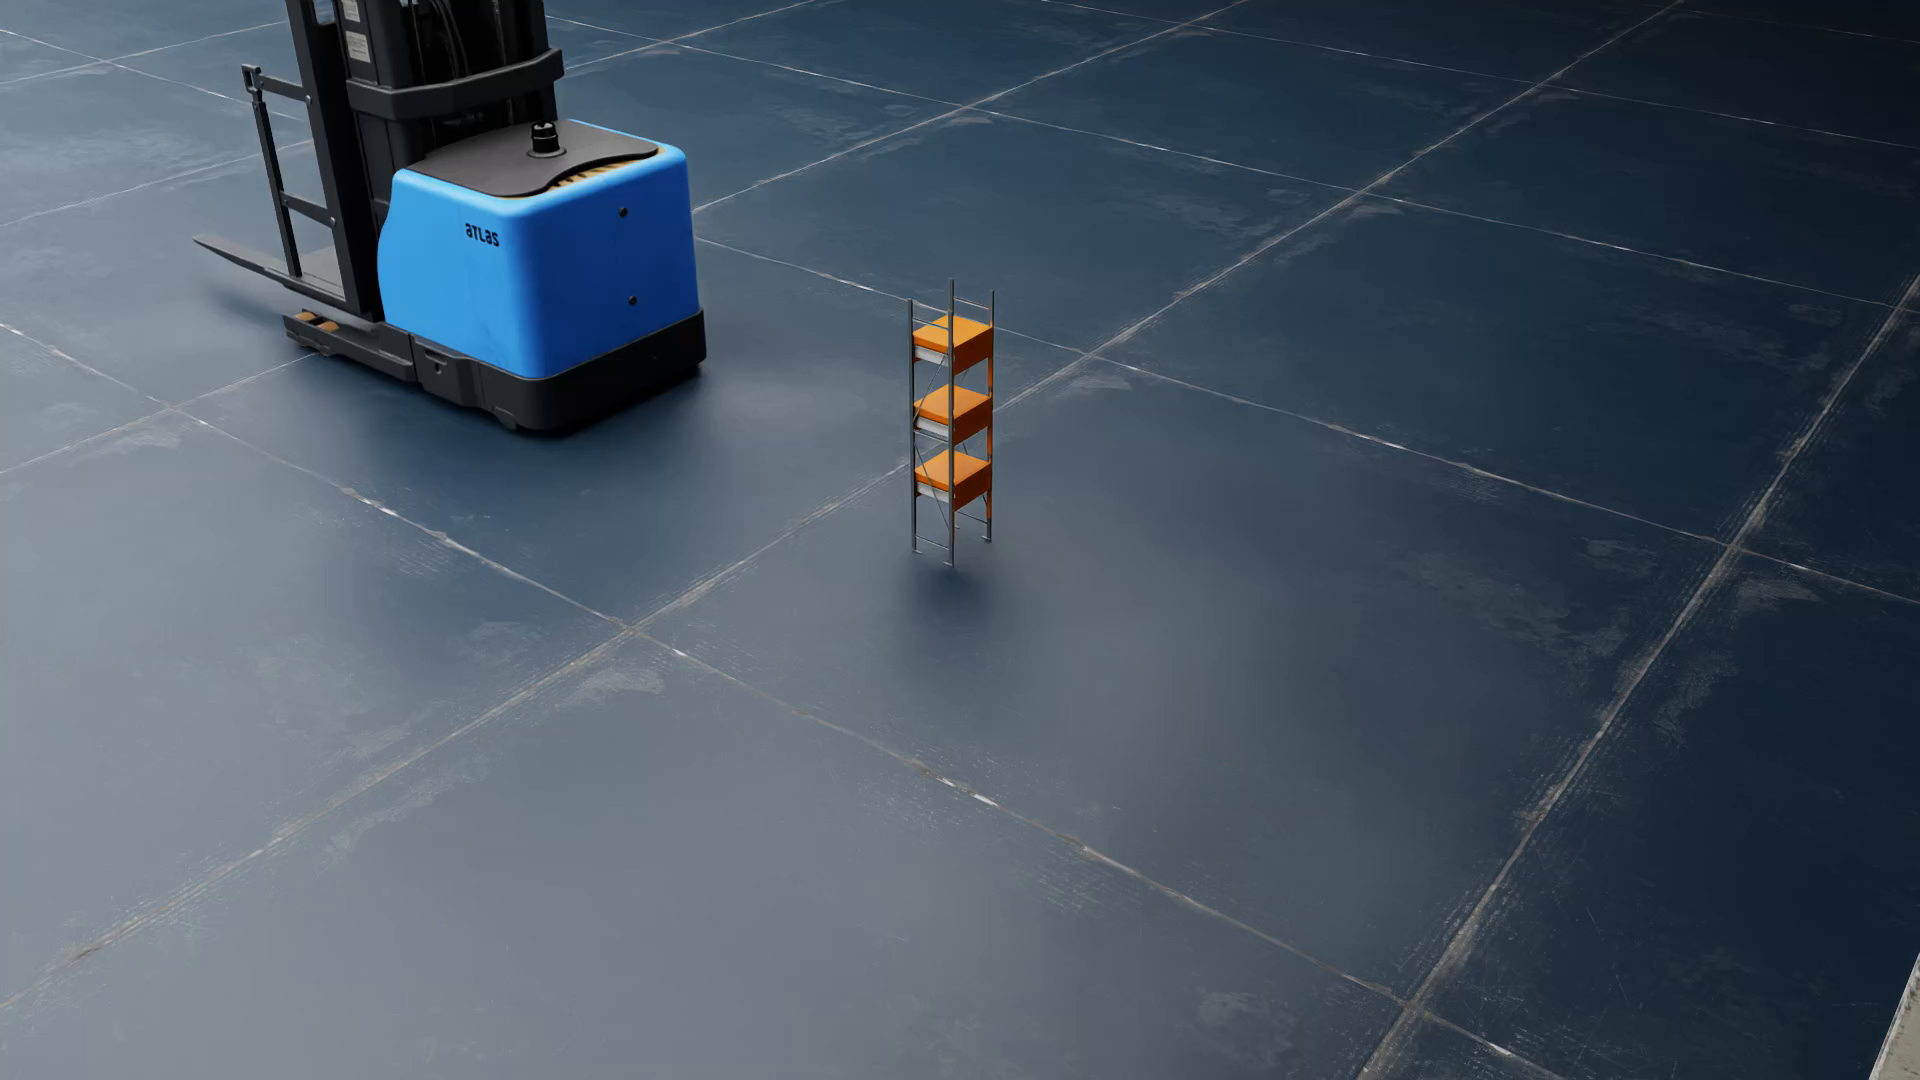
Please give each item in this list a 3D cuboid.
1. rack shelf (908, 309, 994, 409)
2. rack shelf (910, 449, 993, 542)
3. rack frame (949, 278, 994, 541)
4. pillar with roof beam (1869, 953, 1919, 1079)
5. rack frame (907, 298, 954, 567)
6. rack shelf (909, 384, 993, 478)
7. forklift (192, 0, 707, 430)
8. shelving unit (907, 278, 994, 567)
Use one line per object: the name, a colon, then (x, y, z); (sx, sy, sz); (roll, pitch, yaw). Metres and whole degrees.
rack shelf: (-0.032, -0.665, 6.098); (0.215, 0.259, 0.240); (21, 37, 31)
rack shelf: (-0.032, -0.182, 6.385); (0.215, 0.259, 0.240); (21, 37, 31)
rack frame: (0.041, -0.479, 6.321); (0.200, 1.050, 0.008); (21, 37, 31)
pillar with roof beam: (-1.286, -3.587, 3.769); (9.100, 9.000, 0.400); (21, 37, 31)
rack frame: (-0.106, -0.380, 6.154); (0.200, 1.050, 0.008); (21, 37, 31)
rack shelf: (-0.032, -0.421, 6.243); (0.215, 0.259, 0.240); (21, 37, 31)
forklift: (-2.673, -2.337, 7.610); (3.031, 2.935, 1.130); (22, 37, 32)
shelving unit: (-0.032, -0.430, 6.238); (0.215, 1.050, 0.252); (21, 37, 31)
